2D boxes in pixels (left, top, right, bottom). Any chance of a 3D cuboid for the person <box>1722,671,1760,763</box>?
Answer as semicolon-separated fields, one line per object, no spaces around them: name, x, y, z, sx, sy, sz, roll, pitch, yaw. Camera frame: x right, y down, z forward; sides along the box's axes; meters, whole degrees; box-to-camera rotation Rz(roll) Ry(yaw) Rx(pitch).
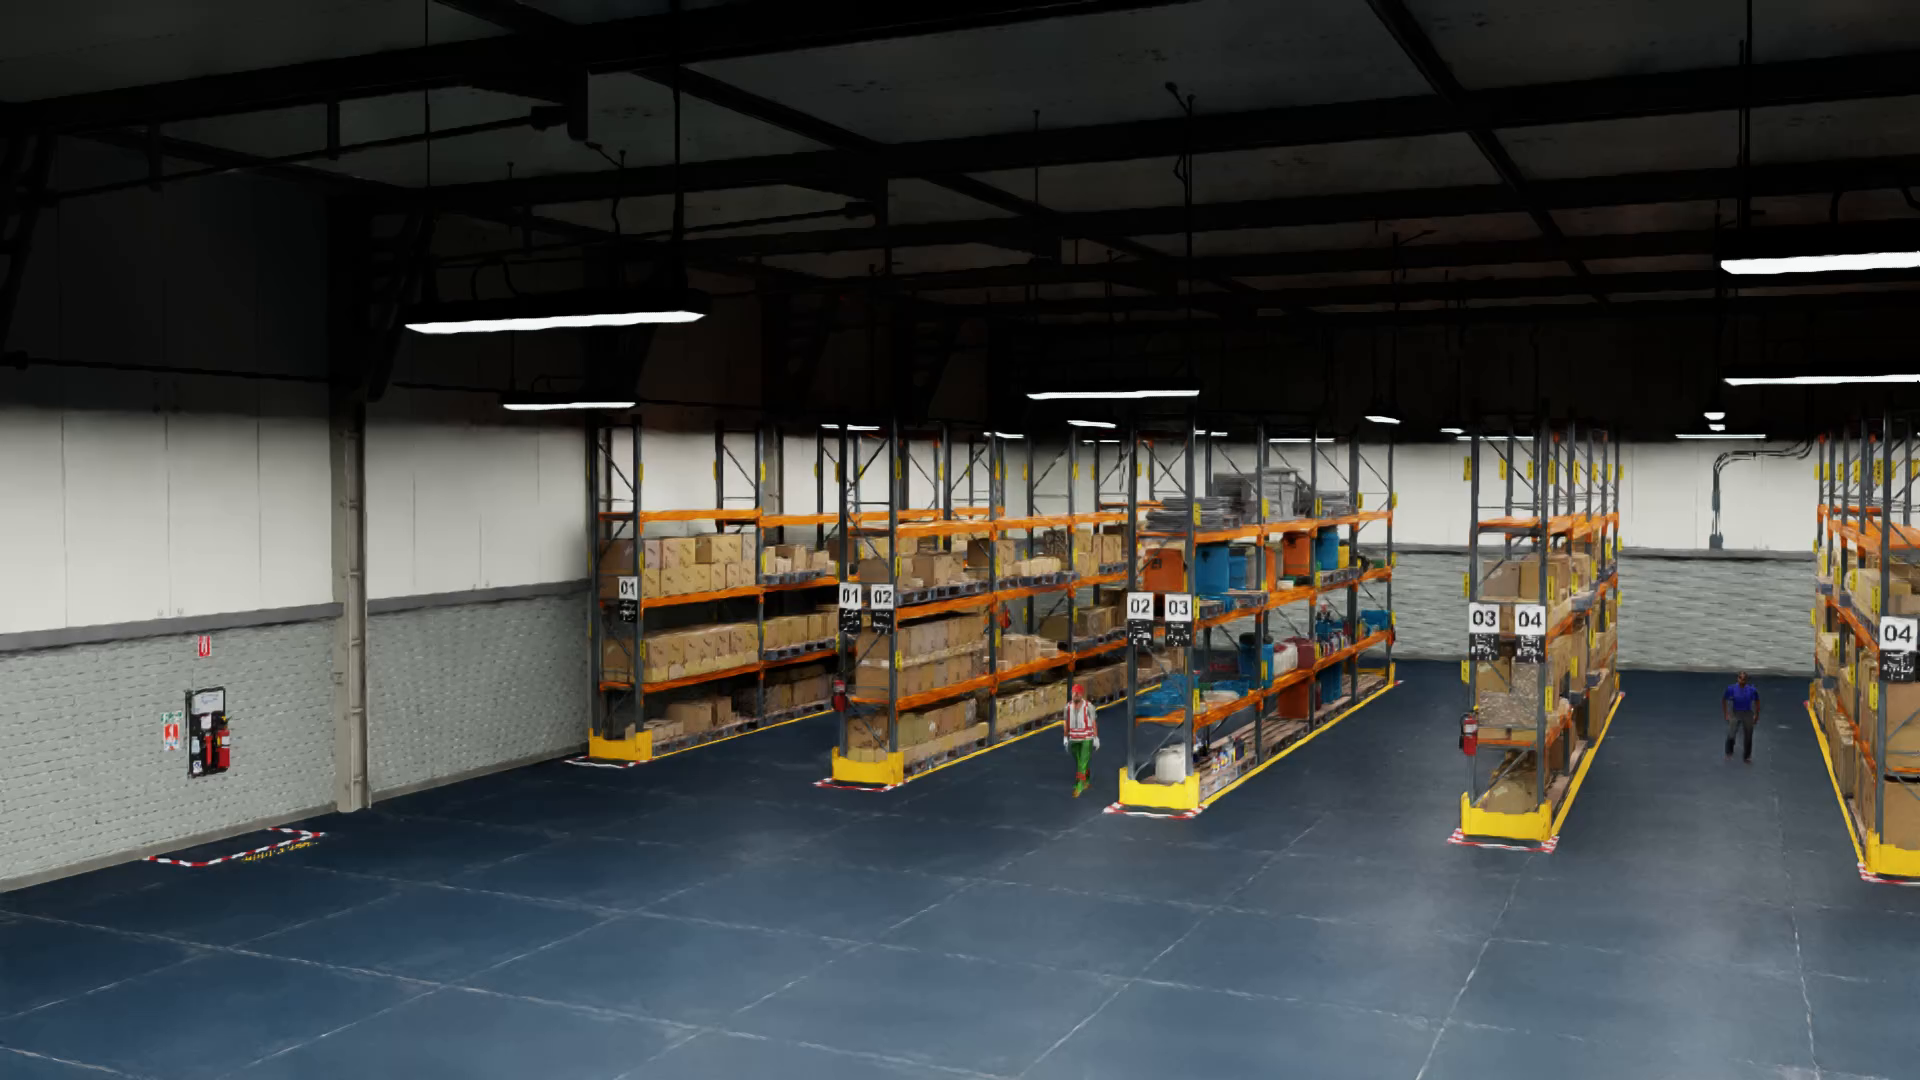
person;13.430;3.038;28.599;0.592;1.590;0.518;1;3;24

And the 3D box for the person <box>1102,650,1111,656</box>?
person;3.695;2.428;42.871;0.446;1.590;1.109;1;3;27

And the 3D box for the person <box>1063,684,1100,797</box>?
person;1.835;3.059;25.743;0.553;1.691;1.091;1;3;29

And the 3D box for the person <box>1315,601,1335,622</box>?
person;9.400;2.405;42.897;0.543;1.649;1.119;1;3;23
